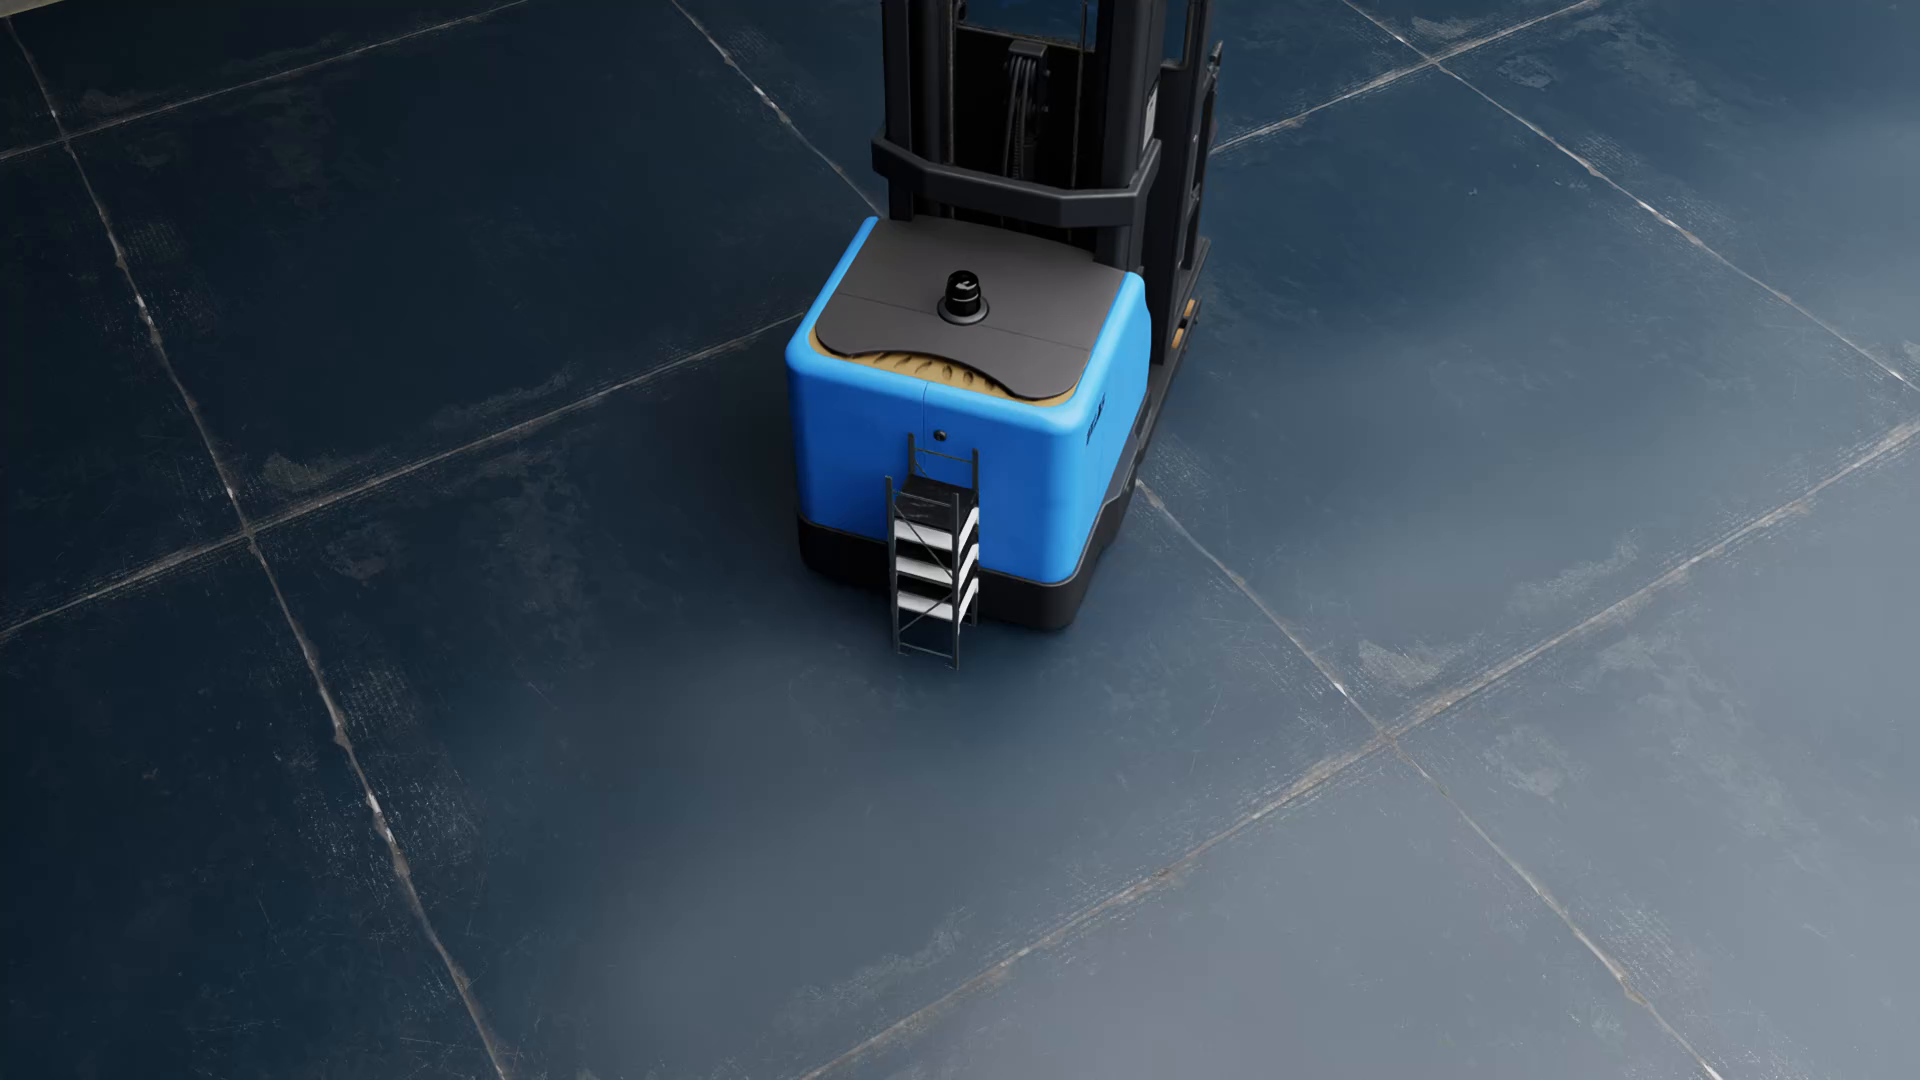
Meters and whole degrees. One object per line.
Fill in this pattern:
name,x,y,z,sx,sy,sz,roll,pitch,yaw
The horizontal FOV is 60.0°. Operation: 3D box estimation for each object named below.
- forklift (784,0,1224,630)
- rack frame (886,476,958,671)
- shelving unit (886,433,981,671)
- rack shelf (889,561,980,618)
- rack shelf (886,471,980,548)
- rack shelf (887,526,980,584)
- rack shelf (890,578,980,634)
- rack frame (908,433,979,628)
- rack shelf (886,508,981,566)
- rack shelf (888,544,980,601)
forklift,0.376,-1.784,5.876,1.130,2.935,3.031,15,50,13
rack frame,-0.120,0.128,5.533,0.240,0.900,0.006,15,50,13
shelving unit,-0.086,0.057,5.597,0.258,0.900,0.210,15,50,13
rack shelf,-0.086,0.139,5.689,0.258,0.077,0.200,15,50,13
rack shelf,-0.086,-0.101,5.420,0.258,0.077,0.200,15,50,13
rack shelf,-0.086,0.019,5.555,0.258,0.077,0.200,15,50,13
rack shelf,-0.086,0.198,5.756,0.258,0.077,0.200,15,50,13
rack frame,-0.053,-0.015,5.661,0.240,0.900,0.006,15,50,13
rack shelf,-0.086,-0.041,5.487,0.258,0.077,0.200,15,50,13
rack shelf,-0.086,0.079,5.622,0.258,0.077,0.200,15,50,13
